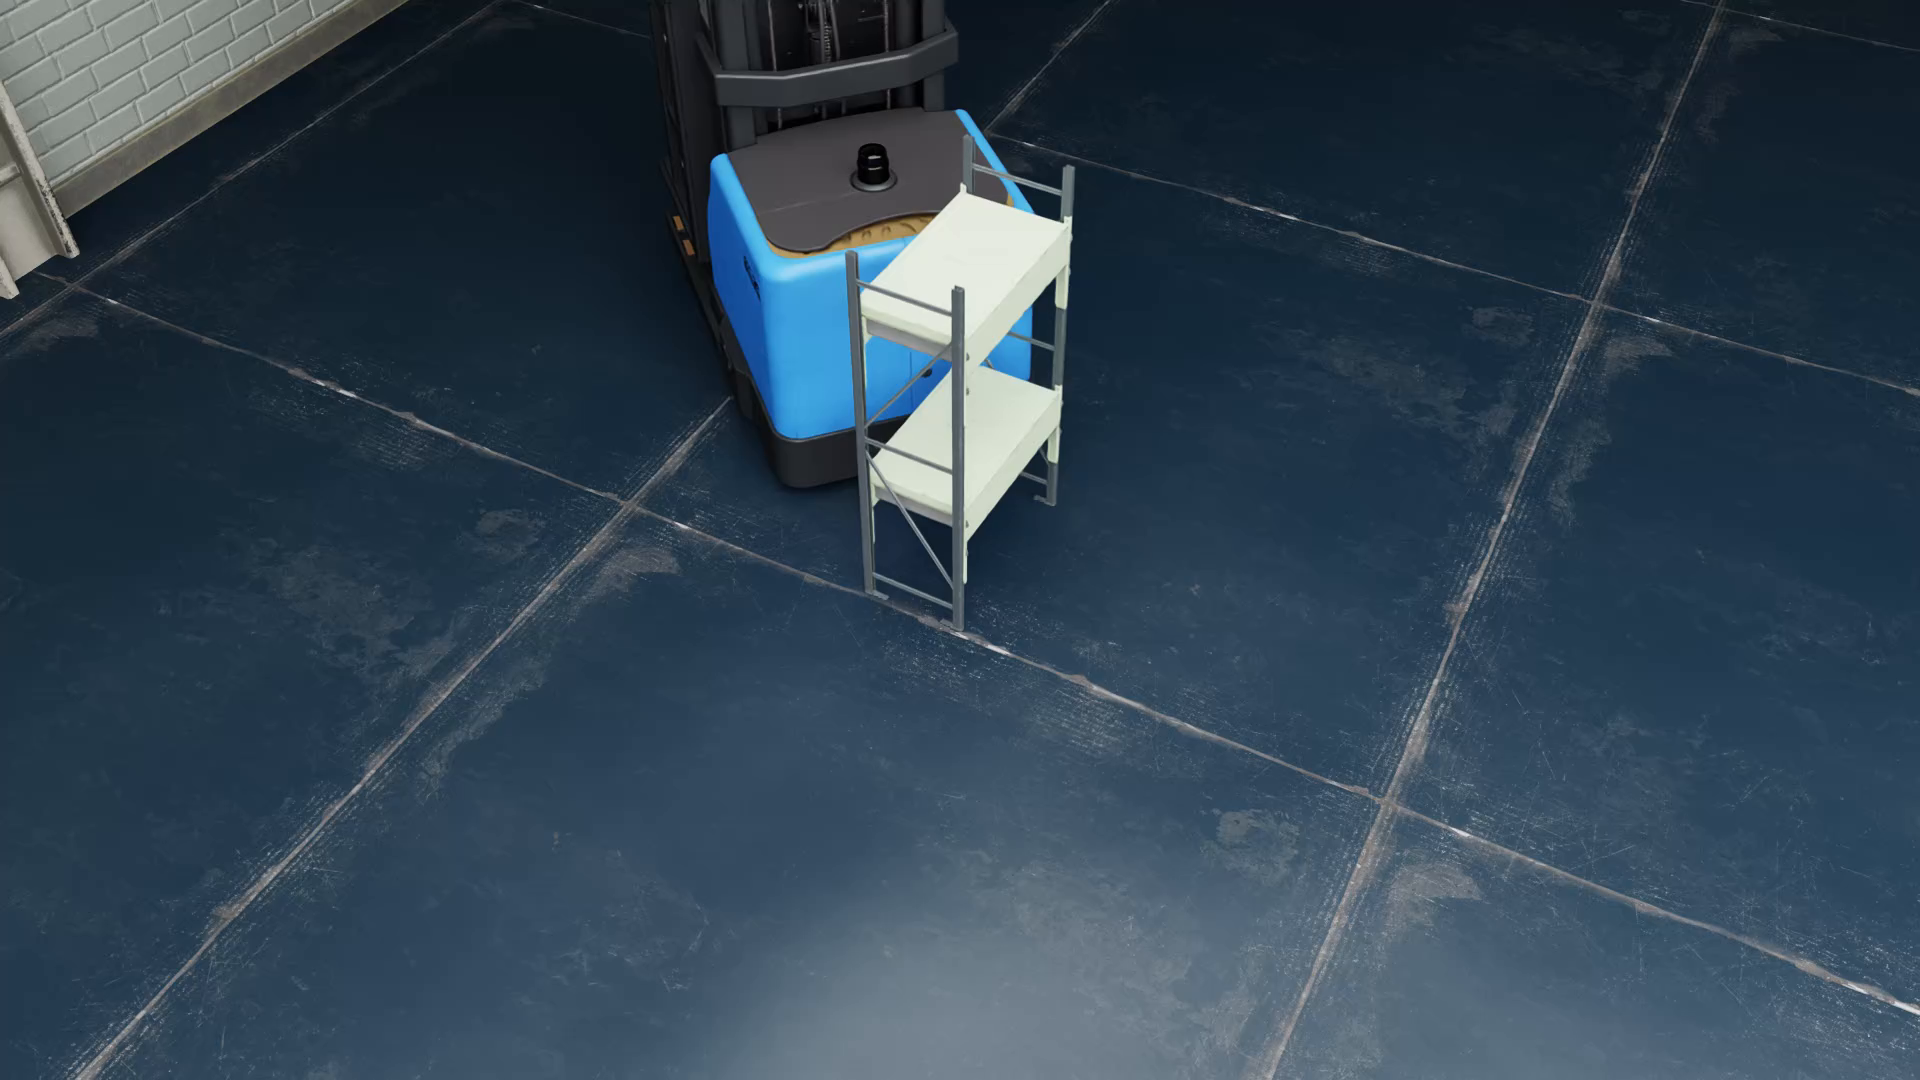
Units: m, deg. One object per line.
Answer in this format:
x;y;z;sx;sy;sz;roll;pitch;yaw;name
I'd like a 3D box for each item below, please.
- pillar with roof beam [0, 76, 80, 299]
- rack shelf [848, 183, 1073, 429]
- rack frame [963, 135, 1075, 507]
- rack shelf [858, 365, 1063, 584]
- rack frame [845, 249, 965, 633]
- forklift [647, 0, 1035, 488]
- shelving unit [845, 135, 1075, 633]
-0.399;-2.973;2.861;9.100;9.000;0.400;20;49;19;pillar with roof beam
0.012;-0.774;5.412;0.431;0.370;0.720;22;49;20;rack shelf
0.189;-0.728;5.915;0.400;1.500;0.023;22;49;20;rack frame
0.012;-0.271;5.922;0.431;0.370;0.720;22;49;20;rack shelf
-0.165;-0.272;5.465;0.400;1.500;0.023;22;49;20;rack frame
-0.684;-2.295;6.458;1.130;2.935;3.031;-14;47;-14;forklift
0.012;-0.500;5.690;0.431;1.500;0.755;22;49;20;shelving unit
